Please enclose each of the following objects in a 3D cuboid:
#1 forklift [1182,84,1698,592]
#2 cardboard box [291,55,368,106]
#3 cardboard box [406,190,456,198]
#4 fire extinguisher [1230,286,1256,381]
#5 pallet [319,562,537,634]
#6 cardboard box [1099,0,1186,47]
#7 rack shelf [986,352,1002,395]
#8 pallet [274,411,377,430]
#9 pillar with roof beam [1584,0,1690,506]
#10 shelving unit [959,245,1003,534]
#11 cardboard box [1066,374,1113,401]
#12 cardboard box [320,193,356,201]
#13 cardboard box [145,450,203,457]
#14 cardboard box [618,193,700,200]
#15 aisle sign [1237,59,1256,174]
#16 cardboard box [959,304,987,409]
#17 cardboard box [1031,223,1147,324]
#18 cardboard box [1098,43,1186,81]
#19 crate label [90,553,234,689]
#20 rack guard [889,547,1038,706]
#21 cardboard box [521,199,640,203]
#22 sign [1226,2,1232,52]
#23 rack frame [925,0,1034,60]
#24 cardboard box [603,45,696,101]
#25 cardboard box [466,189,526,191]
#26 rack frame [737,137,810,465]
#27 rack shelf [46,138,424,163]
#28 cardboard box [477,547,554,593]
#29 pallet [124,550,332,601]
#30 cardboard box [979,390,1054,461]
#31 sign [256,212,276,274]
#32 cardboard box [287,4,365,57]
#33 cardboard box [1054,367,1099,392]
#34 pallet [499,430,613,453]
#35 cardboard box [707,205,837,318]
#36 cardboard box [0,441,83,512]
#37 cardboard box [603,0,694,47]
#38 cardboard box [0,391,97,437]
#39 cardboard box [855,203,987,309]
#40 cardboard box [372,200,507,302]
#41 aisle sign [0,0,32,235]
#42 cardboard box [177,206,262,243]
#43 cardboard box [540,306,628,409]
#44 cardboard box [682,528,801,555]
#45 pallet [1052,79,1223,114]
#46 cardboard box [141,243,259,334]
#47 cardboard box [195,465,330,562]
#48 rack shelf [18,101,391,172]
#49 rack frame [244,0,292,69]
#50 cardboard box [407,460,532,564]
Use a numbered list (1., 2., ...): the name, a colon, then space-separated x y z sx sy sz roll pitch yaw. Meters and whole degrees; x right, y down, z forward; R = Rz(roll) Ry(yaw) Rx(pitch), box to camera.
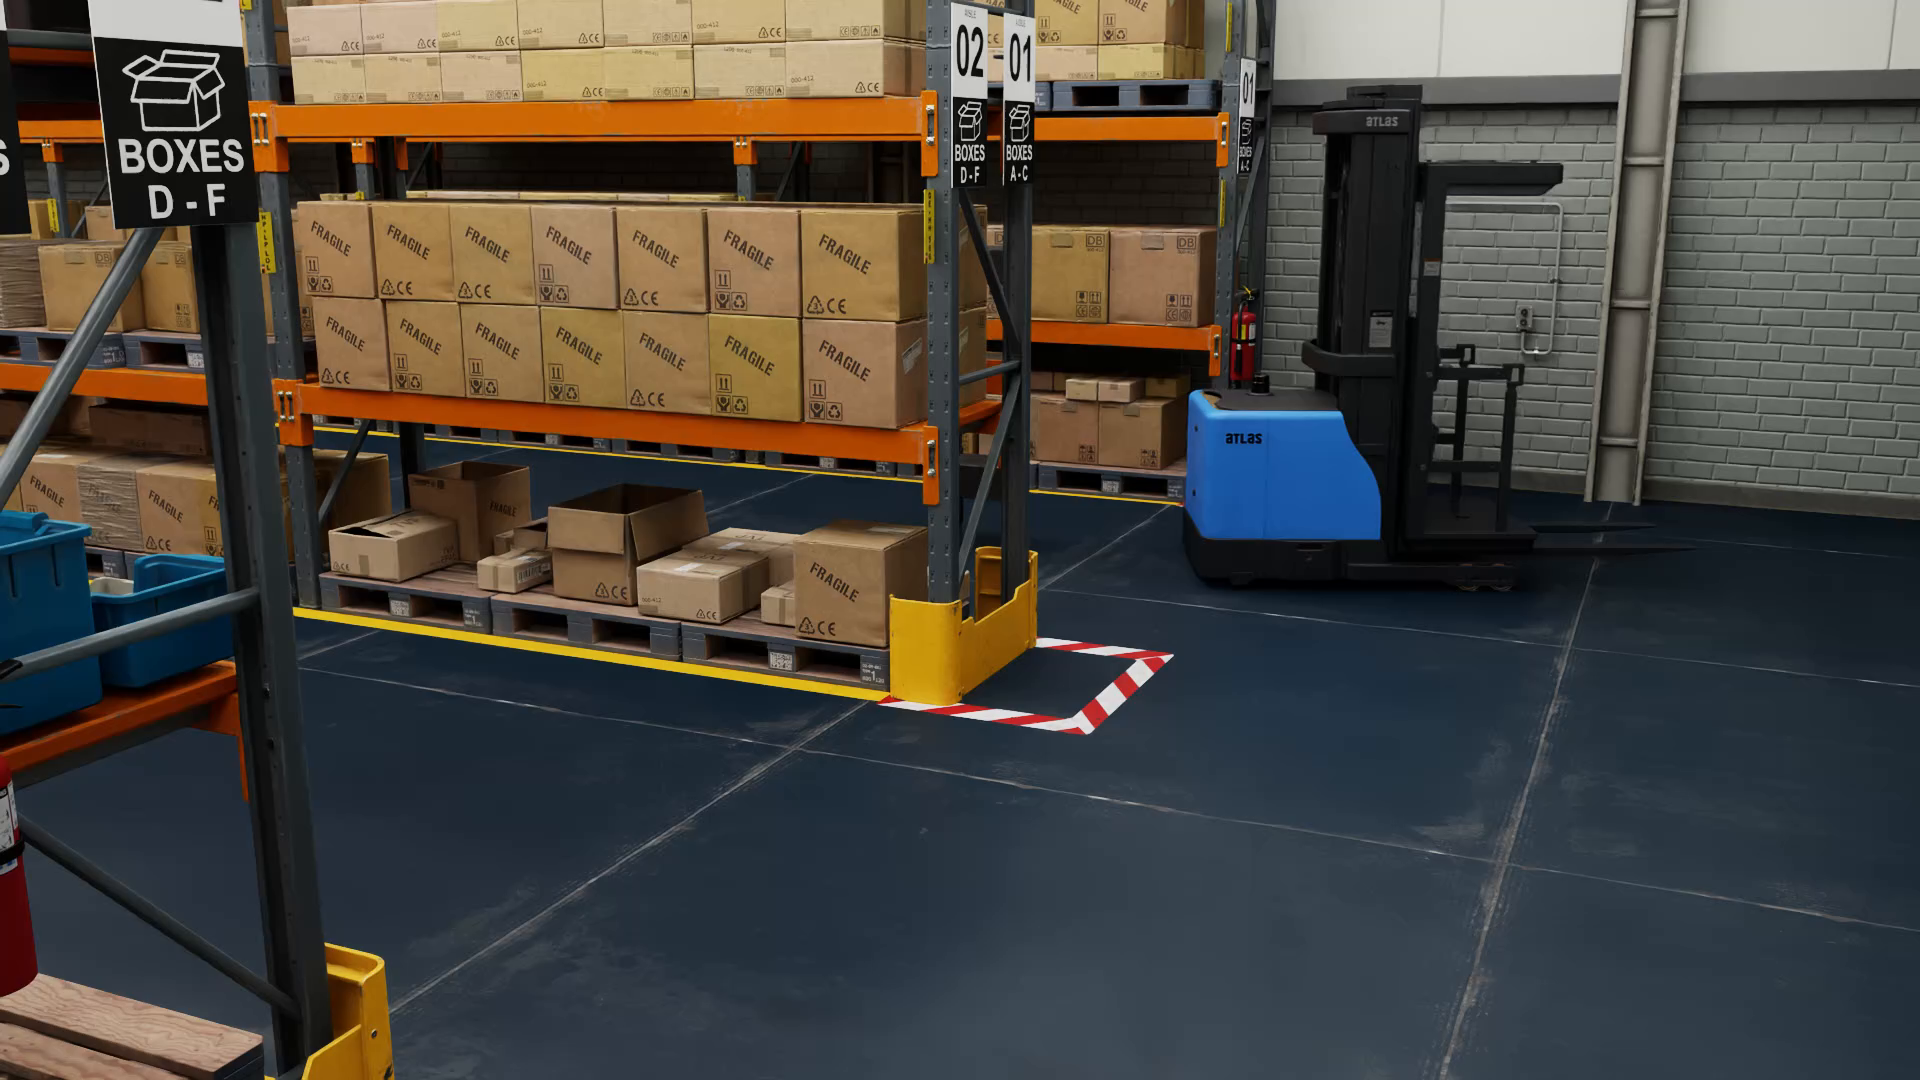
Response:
1. forklift: 2.962 -1.242 10.130 3.031 2.935 1.130 0 13 1
2. cardboard box: -3.207 -2.459 8.929 0.500 0.250 0.500 6 14 23
3. cardboard box: -4.868 -3.043 15.101 0.500 0.250 0.500 6 15 25
4. fire extinguisher: 2.060 -1.503 12.081 0.183 0.674 0.296 6 14 23
5. pallet: -2.924 0.253 9.713 1.213 0.211 1.003 6 14 23
6. cardboard box: 1.329 -3.849 12.075 0.500 0.500 0.500 6 14 23
7. rack shelf: 0.151 -0.994 10.953 0.480 0.518 0.431 6 14 23
8. pallet: -5.919 -1.288 16.283 1.213 0.211 1.003 6 14 23
9. pillar with roof beam: 3.184 -3.785 7.688 0.400 9.000 9.100 6 14 23
10. shelving unit: 0.151 -1.007 10.950 0.503 2.100 0.431 6 14 23
11. cardboard box: 1.003 -1.177 12.839 0.250 0.149 0.380 6 15 25
12. cardboard box: -5.833 -3.204 15.742 0.250 0.149 0.380 3 14 14
13. cardboard box: -4.841 -0.356 10.713 0.500 0.500 0.500 6 14 24
14. cardboard box: -2.542 -2.810 14.111 0.500 0.250 0.500 6 15 24
15. aisle sign: 2.053 -3.029 11.907 0.004 0.787 0.394 6 14 23
16. cardboard box: -0.193 -0.943 8.487 0.500 0.500 0.500 6 15 24
17. cardboard box: 0.969 -2.089 12.935 0.700 0.700 0.980 6 14 23
18. cardboard box: 1.332 -3.486 12.167 0.500 0.250 0.500 6 15 25
19. crate label: -1.996 0.197 4.084 0.303 0.233 0.416 6 14 23
20. rack guard: 0.036 0.412 8.405 0.348 0.500 1.175 6 14 23
21. cardboard box: -2.054 -1.617 9.173 0.500 0.500 0.500 6 14 24
22. sign: 1.876 -3.574 11.588 0.005 0.325 0.100 6 14 23
23. rack frame: 0.106 -3.719 7.404 0.127 3.000 1.000 6 14 23
24. cardboard box: -1.386 -2.270 8.124 0.500 0.250 0.500 6 14 23
25. cardboard box: -4.214 -3.105 15.366 0.500 0.250 0.500 5 14 21
26. rack frame: -1.548 -2.203 14.077 0.127 3.000 1.000 6 14 23
27. rack shelf: -7.034 -3.868 16.183 4.000 0.370 1.077 6 14 23
28. cardboard box: -2.460 0.159 9.249 0.250 0.166 0.380 6 14 23
29. pallet: -4.310 0.122 10.272 1.213 0.211 1.003 6 14 23
30. cardboard box: 0.511 -0.957 13.319 0.500 0.500 0.700 5 14 21
31. sign: -3.773 -1.615 9.039 0.005 0.325 0.100 6 14 23
32. cardboard box: -3.207 -2.702 8.871 0.500 0.250 0.500 6 14 23
33. cardboard box: 0.932 -1.280 13.277 0.250 0.149 0.380 6 14 24
34. pallet: -3.404 -1.014 15.113 1.213 0.211 1.003 6 14 23
35. cardboard box: -0.875 -1.364 8.093 0.500 0.500 0.500 6 15 25
36. cardboard box: -5.971 -0.339 10.641 0.500 0.500 0.500 6 14 22
37. cardboard box: -1.380 -2.516 8.079 0.500 0.250 0.500 6 14 23
38. cardboard box: -6.205 -0.859 11.215 0.500 0.250 0.500 6 15 25
39. cardboard box: -0.193 -1.429 8.373 0.500 0.500 0.500 6 15 25
40. cardboard box: -2.762 -1.553 8.901 0.500 0.500 0.500 5 14 21
41. aisle sign: -1.957 -0.961 3.095 0.004 0.787 0.394 6 14 23
42. cardboard box: -7.288 -3.044 16.481 0.500 0.500 0.700 8 15 31
43. cardboard box: -1.804 -0.972 8.614 0.500 0.500 0.500 6 14 22
44. cardboard box: -1.191 0.124 9.214 0.500 0.250 0.500 6 14 23
45. pallet: 1.426 -3.317 12.451 1.213 0.211 1.003 6 14 23
46. cardboard box: -4.548 -1.562 10.208 0.500 0.500 0.700 8 16 32
47. cardboard box: -4.118 -0.151 9.841 0.500 0.500 0.500 6 14 23
48. rack shelf: -5.380 -2.463 10.195 4.000 0.370 1.077 6 14 23
49. rack frame: -3.551 -4.089 8.981 0.127 3.000 1.000 6 14 23
50. cardboard box: -2.915 -0.172 9.929 0.500 0.500 0.500 6 14 23
